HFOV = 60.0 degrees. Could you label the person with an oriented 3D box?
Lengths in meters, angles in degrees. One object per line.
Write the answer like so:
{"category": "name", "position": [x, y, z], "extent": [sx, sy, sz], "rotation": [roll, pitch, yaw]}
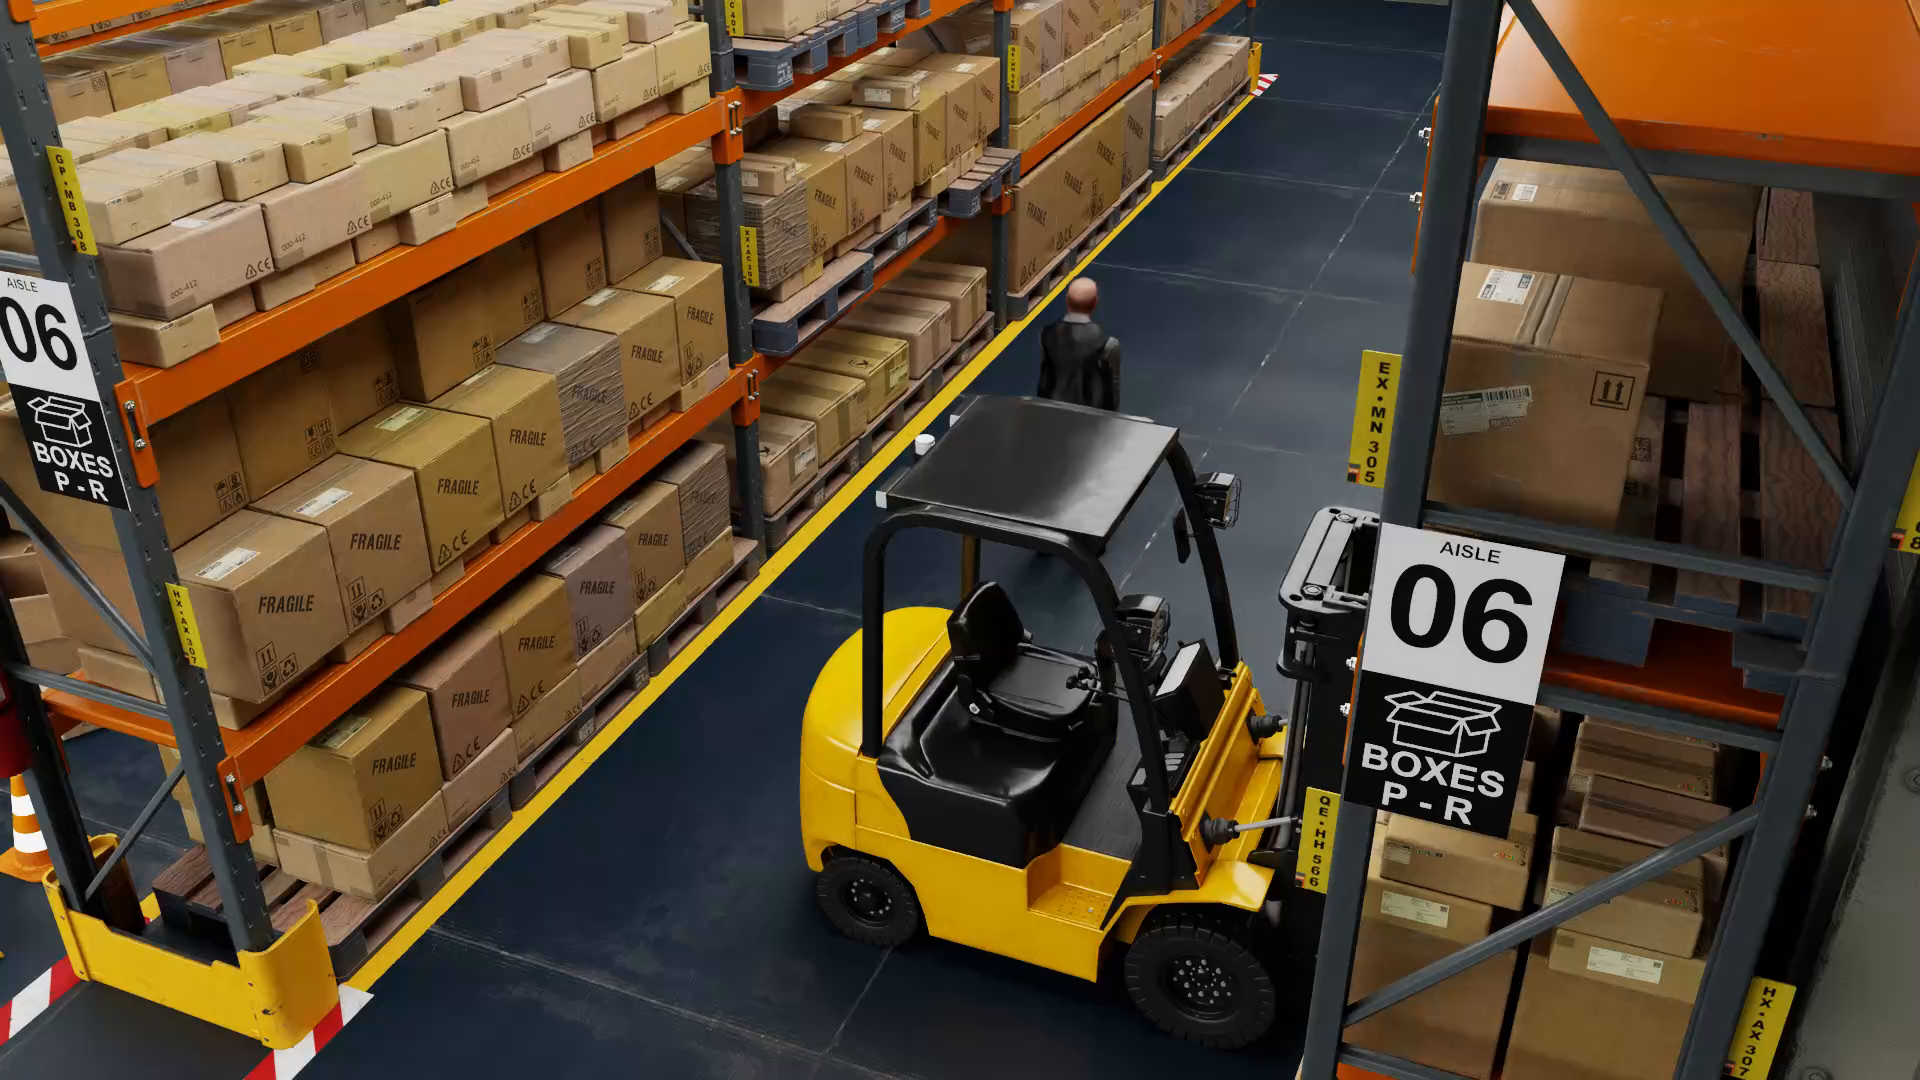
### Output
{"category": "person", "position": [0.678, -0.705, 9.699], "extent": [0.486, 1.703, 0.581], "rotation": [11, 31, 18]}
